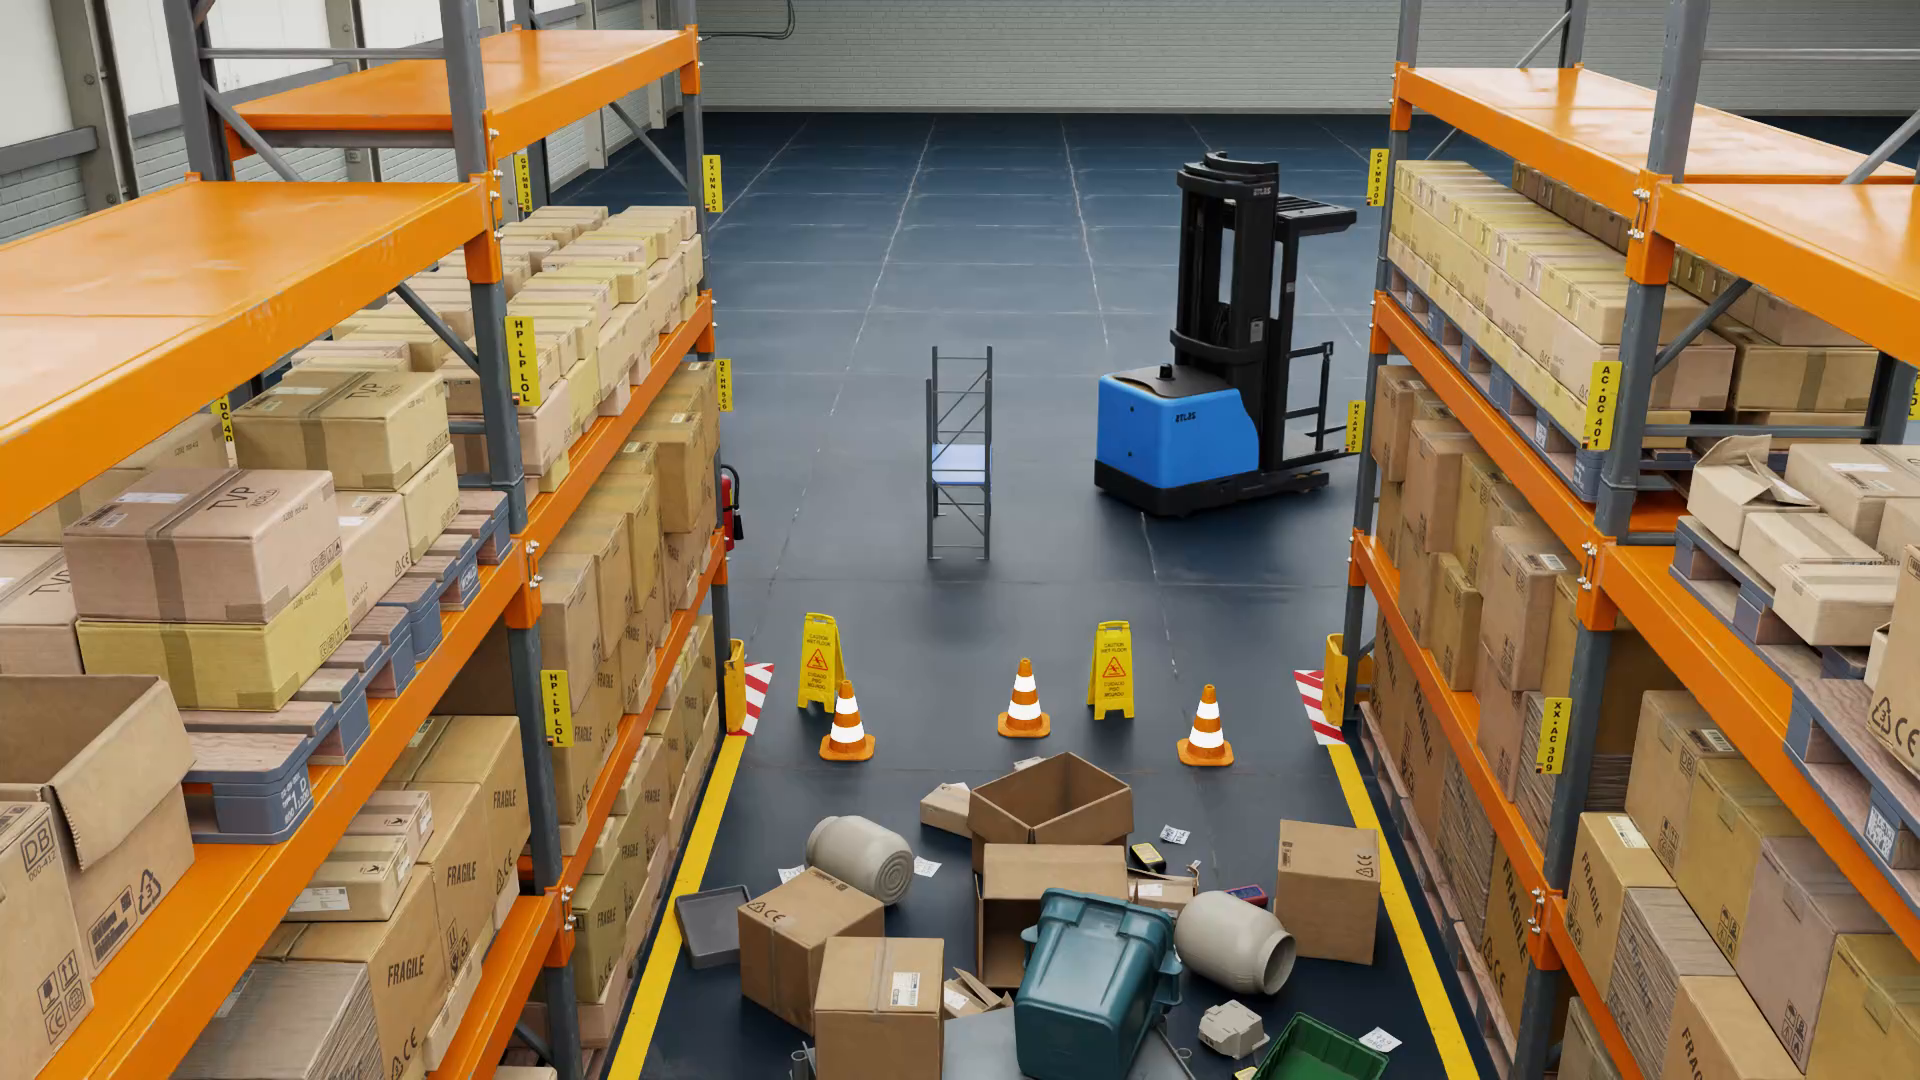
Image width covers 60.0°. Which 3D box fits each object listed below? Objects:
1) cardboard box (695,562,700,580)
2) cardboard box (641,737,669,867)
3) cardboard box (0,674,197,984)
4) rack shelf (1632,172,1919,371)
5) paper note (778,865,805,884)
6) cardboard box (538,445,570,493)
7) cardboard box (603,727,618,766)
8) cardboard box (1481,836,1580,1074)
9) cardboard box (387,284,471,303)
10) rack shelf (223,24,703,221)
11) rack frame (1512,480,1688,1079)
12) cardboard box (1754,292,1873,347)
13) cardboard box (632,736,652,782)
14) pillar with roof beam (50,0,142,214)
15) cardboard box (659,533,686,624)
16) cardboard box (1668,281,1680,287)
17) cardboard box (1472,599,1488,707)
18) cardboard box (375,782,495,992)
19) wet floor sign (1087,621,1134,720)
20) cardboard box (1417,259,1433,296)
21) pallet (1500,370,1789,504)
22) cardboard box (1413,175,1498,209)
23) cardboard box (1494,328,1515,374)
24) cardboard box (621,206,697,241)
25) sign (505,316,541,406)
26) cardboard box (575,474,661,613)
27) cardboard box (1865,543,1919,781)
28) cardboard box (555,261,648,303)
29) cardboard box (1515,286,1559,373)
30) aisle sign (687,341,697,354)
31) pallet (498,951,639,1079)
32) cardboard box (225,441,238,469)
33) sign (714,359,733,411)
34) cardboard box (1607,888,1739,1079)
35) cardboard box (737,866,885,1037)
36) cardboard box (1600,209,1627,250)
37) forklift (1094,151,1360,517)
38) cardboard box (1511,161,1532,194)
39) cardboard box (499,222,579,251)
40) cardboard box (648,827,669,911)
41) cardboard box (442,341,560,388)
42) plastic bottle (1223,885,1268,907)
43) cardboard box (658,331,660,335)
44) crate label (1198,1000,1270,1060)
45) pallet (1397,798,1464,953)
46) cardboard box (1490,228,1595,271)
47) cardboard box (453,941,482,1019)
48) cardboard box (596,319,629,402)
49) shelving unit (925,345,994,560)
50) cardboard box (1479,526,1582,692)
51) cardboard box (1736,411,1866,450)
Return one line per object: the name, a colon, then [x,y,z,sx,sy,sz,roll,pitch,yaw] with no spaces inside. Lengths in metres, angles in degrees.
cardboard box: [-1.707,0.179,9.562,0.380,0.149,0.250,0,21,1]
cardboard box: [-1.795,1.330,8.431,0.500,0.500,0.500,2,21,4]
cardboard box: [-2.209,0.633,3.755,0.797,0.503,0.637,1,21,2]
rack shelf: [2.785,-0.349,3.828,1.077,0.370,4.000,1,21,2]
paper note: [-0.908,1.826,9.073,0.142,0.019,0.148,-7,22,-17]
cardboard box: [-1.784,-0.300,6.650,0.380,0.149,0.250,1,21,2]
cardboard box: [-1.799,0.915,7.666,0.380,0.149,0.250,1,21,3]
cardboard box: [2.935,1.771,7.467,0.875,0.875,0.875,1,21,2]
cardboard box: [-2.342,-1.055,7.492,0.380,0.149,0.250,1,21,2]
rack shelf: [-2.044,-1.998,7.530,1.077,0.370,4.000,1,21,2]
rack frame: [2.846,1.203,6.575,1.000,3.000,0.127,1,21,2]
cardboard box: [3.196,-0.820,6.169,0.380,0.149,0.250,1,21,2]
cardboard box: [-1.735,1.081,8.176,0.380,0.149,0.250,2,21,5]
pillar with roof beam: [-3.382,-4.991,14.246,9.100,9.000,0.400,1,21,2]
cardboard box: [-1.763,0.115,8.830,0.500,0.500,0.500,1,21,1]
cardboard box: [3.169,-1.045,7.300,0.500,0.250,0.500,0,21,1]
cardboard box: [2.973,0.607,7.905,0.875,0.550,0.550,1,21,2]
cardboard box: [-1.904,1.153,5.574,0.500,0.500,0.500,1,21,2]
wet floor sign: [0.989,0.822,10.811,0.267,0.644,0.232,-3,21,-8]
cardboard box: [2.614,-1.372,8.694,0.380,0.149,0.250,1,21,2]
pallet: [2.881,-0.450,6.810,1.003,0.211,1.213,1,21,2]
cardboard box: [2.623,-1.838,8.793,0.380,0.149,0.250,0,21,1]
cardboard box: [2.568,-0.823,7.279,0.380,0.149,0.250,1,21,2]
cardboard box: [-1.699,-1.789,9.384,0.380,0.149,0.250,1,21,2]
sign: [-1.550,-0.633,5.901,0.100,0.325,0.005,1,21,2]
cardboard box: [-1.795,0.011,7.715,0.700,0.500,0.500,0,21,0]
cardboard box: [2.497,0.330,3.821,0.500,0.500,0.500,1,21,2]
cardboard box: [-1.712,-1.234,7.954,0.380,0.149,0.250,1,21,3]
cardboard box: [2.620,-0.870,6.849,0.500,0.250,0.500,1,21,1]
aisle sign: [-1.692,-1.492,9.928,0.394,0.787,0.004,1,21,2]
pallet: [-2.120,2.242,7.752,1.003,0.211,1.213,1,21,2]
cardboard box: [-2.524,-0.132,5.497,0.500,0.250,0.500,0,21,0]
sign: [-1.429,-0.935,10.047,0.100,0.325,0.005,1,21,2]
cardboard box: [2.546,1.526,5.604,0.500,0.500,0.500,1,21,2]
cardboard box: [-0.713,1.977,8.033,0.500,0.500,0.500,18,27,38]
cardboard box: [3.250,-1.462,7.822,0.380,0.149,0.250,1,21,2]
forklift: [2.734,-1.936,14.760,3.031,2.935,1.130,-12,24,-29]
cardboard box: [3.296,-2.013,9.243,0.380,0.149,0.250,1,21,2]
cardboard box: [-2.259,-1.607,8.915,0.380,0.149,0.250,1,21,2]
cardboard box: [-1.799,1.676,8.577,0.500,0.250,0.500,0,21,1]
cardboard box: [-1.791,-0.672,6.507,0.380,0.149,0.250,1,21,3]
plastic bottle: [1.478,1.906,8.825,0.283,0.061,0.133,-7,22,-17]
cardboard box: [-1.806,-1.133,8.797,0.380,0.149,0.250,1,21,2]
crate label: [1.264,2.278,7.761,0.298,0.136,0.250,-16,26,-35]
pallet: [2.981,1.787,8.926,1.003,0.211,1.213,1,21,2]
cardboard box: [2.577,-1.284,7.365,0.380,0.149,0.250,0,21,1]
cardboard box: [-1.843,1.484,5.617,0.380,0.149,0.250,0,21,1]
cardboard box: [-1.784,-0.806,7.401,0.500,0.250,0.500,1,21,2]
shelving unit: [0.003,-0.730,13.631,0.538,1.500,1.048,1,21,2]
cardboard box: [2.792,0.297,7.211,0.875,0.550,0.550,1,21,2]
cardboard box: [3.196,-0.448,6.313,0.380,0.149,0.250,0,21,1]
